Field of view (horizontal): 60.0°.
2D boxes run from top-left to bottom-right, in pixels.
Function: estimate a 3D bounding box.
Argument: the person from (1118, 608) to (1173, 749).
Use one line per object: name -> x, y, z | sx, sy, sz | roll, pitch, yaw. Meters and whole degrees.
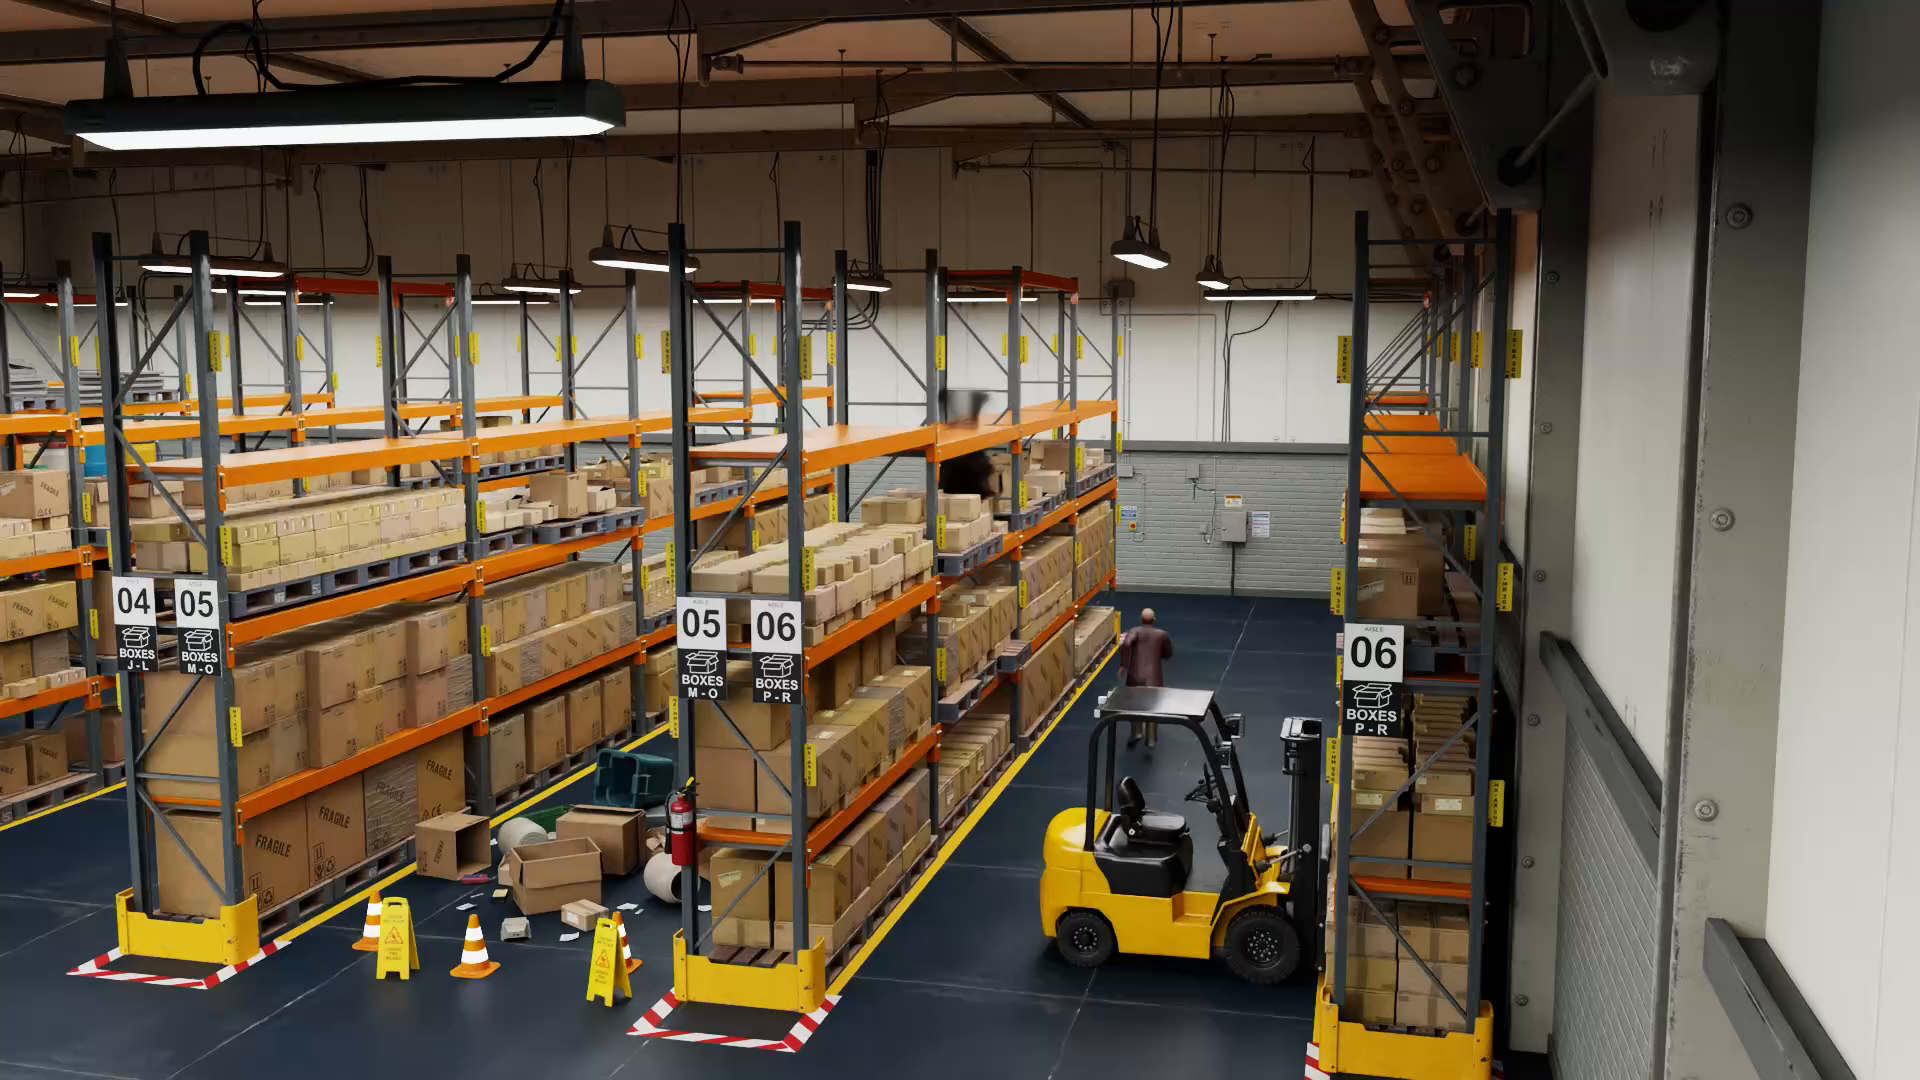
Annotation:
person -> 2.335, 1.758, 20.928 | 0.701, 1.758, 1.059 | 1, 7, 4
